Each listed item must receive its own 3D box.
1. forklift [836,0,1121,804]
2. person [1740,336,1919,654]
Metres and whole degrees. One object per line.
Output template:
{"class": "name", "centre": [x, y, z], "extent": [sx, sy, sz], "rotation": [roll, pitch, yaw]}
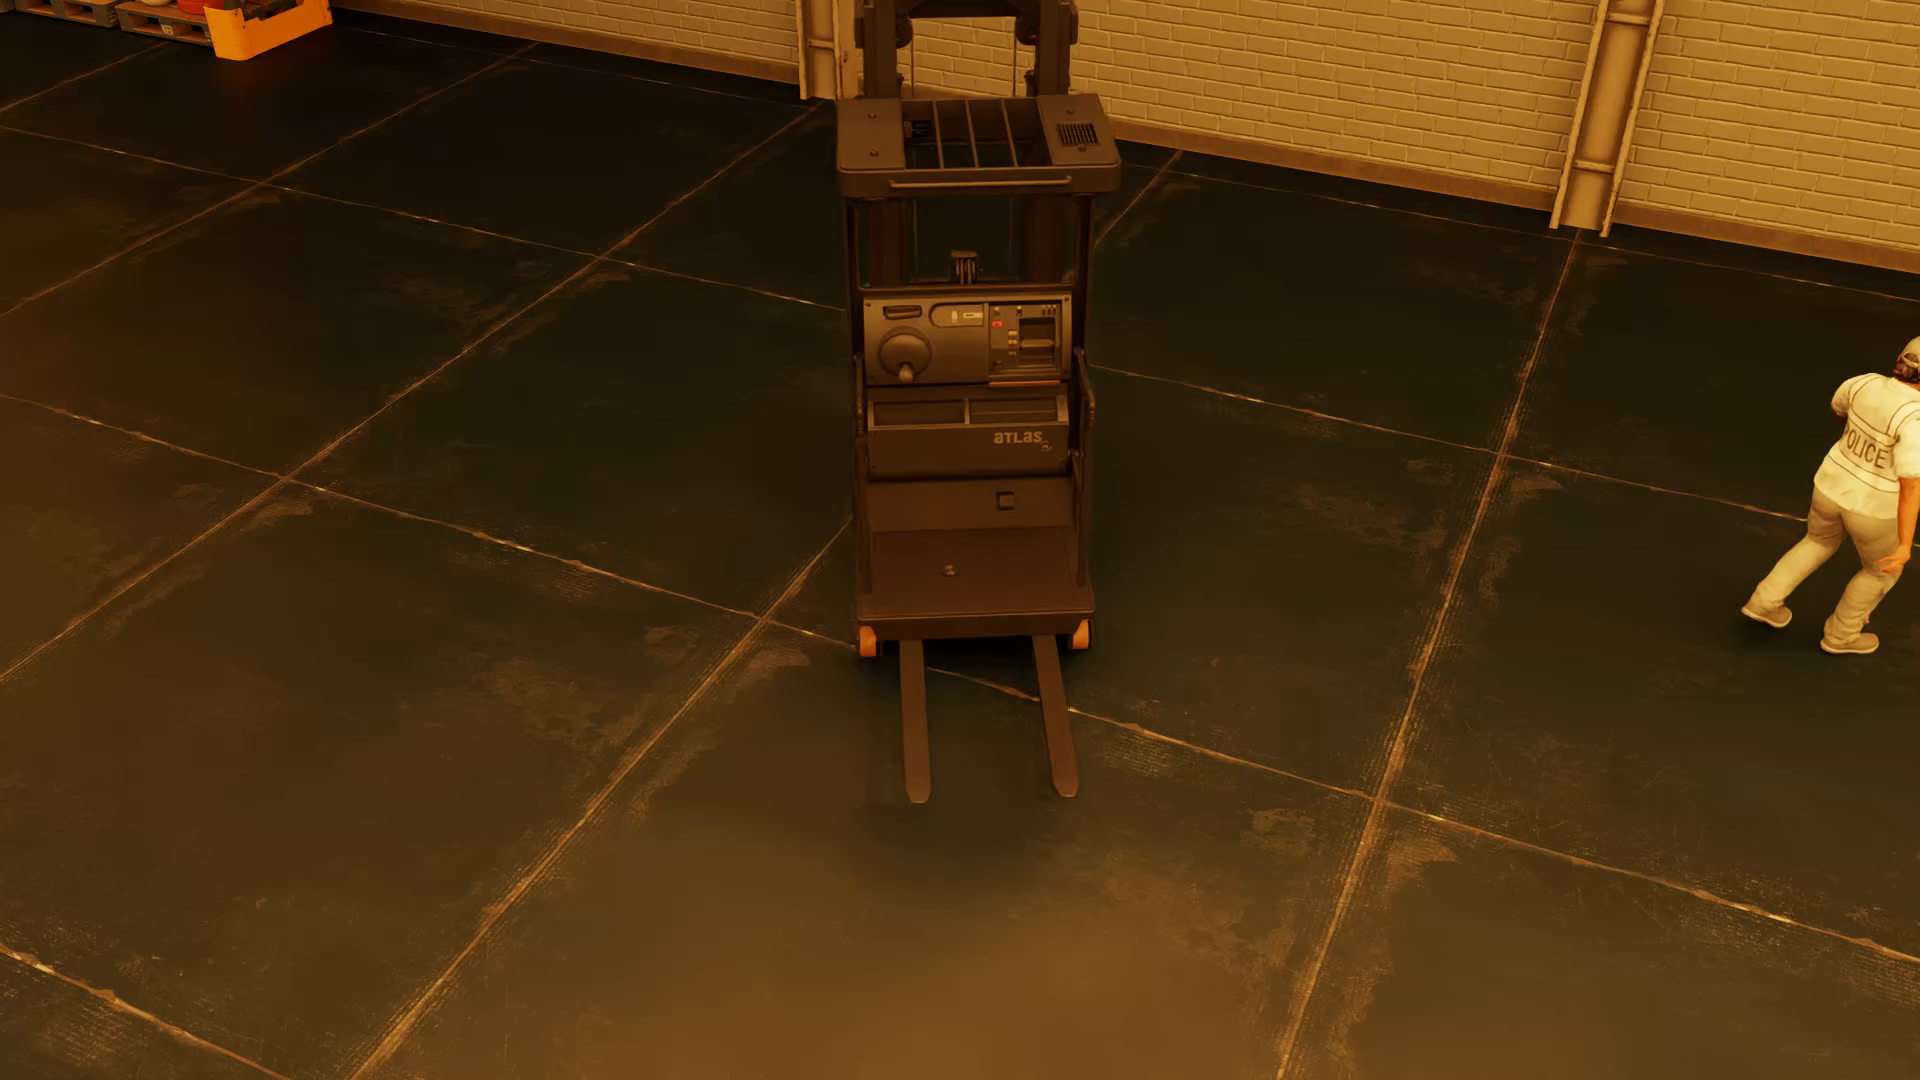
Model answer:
{"class": "forklift", "centre": [0.051, -0.836, 7.258], "extent": [1.130, 2.935, 3.031], "rotation": [-2, 36, -3]}
{"class": "person", "centre": [4.066, -0.177, 7.453], "extent": [0.639, 1.646, 0.792], "rotation": [-12, 37, -16]}
